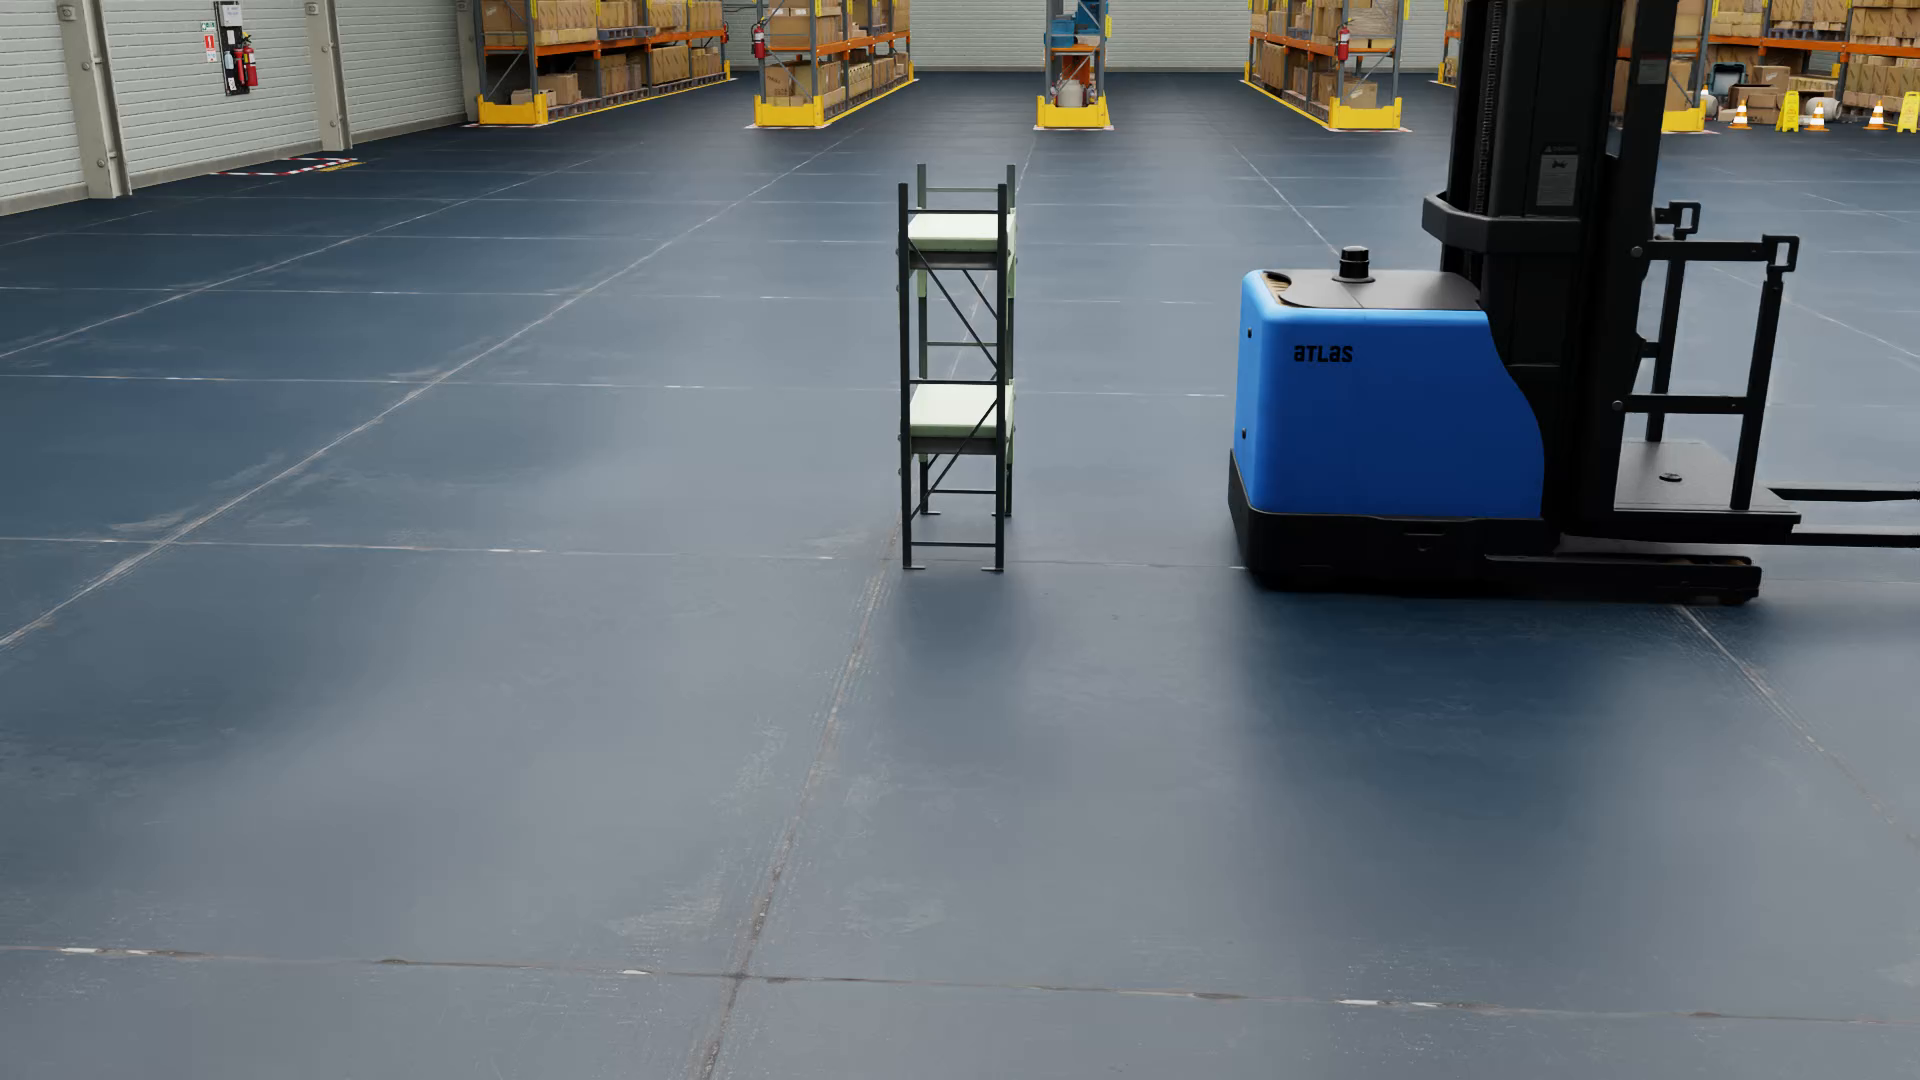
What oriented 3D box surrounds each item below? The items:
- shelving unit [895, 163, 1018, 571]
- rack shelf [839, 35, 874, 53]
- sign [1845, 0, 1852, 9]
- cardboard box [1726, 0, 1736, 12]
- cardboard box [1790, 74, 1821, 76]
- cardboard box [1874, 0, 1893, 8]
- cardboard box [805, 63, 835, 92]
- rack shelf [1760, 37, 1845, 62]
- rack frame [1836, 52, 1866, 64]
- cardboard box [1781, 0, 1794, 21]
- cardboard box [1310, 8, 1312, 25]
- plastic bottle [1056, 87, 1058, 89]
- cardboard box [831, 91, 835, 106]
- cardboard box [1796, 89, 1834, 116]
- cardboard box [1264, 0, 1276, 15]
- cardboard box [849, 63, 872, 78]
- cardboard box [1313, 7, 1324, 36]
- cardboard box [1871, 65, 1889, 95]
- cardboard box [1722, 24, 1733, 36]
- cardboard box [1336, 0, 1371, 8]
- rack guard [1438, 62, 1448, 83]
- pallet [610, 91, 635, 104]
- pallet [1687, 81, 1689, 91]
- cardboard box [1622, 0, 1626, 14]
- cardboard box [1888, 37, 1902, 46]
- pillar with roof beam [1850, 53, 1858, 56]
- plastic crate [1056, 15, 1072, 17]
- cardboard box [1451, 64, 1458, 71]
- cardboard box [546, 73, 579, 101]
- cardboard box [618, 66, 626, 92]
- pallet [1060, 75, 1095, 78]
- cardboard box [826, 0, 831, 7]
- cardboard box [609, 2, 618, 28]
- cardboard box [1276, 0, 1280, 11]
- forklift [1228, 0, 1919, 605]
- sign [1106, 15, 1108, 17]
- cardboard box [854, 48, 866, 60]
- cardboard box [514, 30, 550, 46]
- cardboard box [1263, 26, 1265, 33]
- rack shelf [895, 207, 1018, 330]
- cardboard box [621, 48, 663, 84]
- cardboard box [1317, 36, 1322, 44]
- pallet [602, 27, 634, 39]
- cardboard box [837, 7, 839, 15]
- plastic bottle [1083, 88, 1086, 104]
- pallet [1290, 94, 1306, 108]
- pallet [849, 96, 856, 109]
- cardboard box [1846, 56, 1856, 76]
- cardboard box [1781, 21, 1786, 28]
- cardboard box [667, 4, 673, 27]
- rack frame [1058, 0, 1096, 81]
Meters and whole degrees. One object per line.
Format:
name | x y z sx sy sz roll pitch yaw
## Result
shelving unit | 0.000 -0.711 6.683 0.431 1.500 0.755 1 18 4
rack shelf | -2.546 -10.205 34.405 1.077 0.370 4.000 1 18 4
sign | 16.522 -10.044 30.898 0.100 0.325 0.005 1 18 4
cardboard box | 17.253 -11.884 36.608 0.500 0.500 0.500 1 18 3
cardboard box | 17.312 -9.500 34.644 0.950 0.372 0.625 0 18 0
cardboard box | 16.707 -9.701 29.467 0.700 0.500 0.500 1 18 3
cardboard box | -2.605 -8.560 30.767 0.500 0.500 0.500 1 18 4
rack shelf | 17.219 -9.762 33.052 1.077 0.370 4.000 1 18 4
rack frame | 22.887 -13.100 42.083 1.000 3.000 0.127 1 18 4
cardboard box | 17.069 -10.816 33.803 0.500 0.500 0.500 2 18 7
cardboard box | 7.388 -10.432 32.304 1.000 1.000 1.000 1 18 4
plastic bottle | 1.795 -8.539 31.832 0.152 0.276 0.135 2 18 6
cardboard box | -2.606 -8.204 30.884 0.500 0.250 0.500 1 18 4
cardboard box | 15.642 -7.993 30.510 0.500 0.500 0.500 17 25 41
cardboard box | 7.531 -12.763 39.616 0.500 0.500 0.500 2 18 5
cardboard box | -2.194 -10.159 35.951 0.500 0.311 0.500 2 18 5
cardboard box | 7.027 -9.599 30.763 0.875 0.500 0.500 1 18 4
cardboard box | 16.699 -8.227 29.750 0.500 0.500 0.500 2 18 7
cardboard box | 17.221 -11.290 36.803 0.500 0.250 0.500 1 18 3
cardboard box | 6.698 -9.301 28.248 0.500 0.500 0.500 1 18 4
rack guard | 12.986 -12.077 42.977 1.175 0.500 0.348 1 18 4
pallet | -7.491 -9.332 35.063 1.003 0.211 1.213 1 18 4
pallet | 17.782 -10.876 39.776 1.003 0.211 1.213 1 18 4
cardboard box | 11.941 -9.529 29.212 0.875 0.550 0.500 1 18 4
cardboard box | 16.642 -8.796 29.354 0.380 0.149 0.250 1 18 4
pillar with roof beam | 19.686 -16.864 43.937 9.100 9.000 0.400 1 18 4
plastic crate | 2.117 -10.592 34.327 0.402 0.464 0.583 1 18 4
cardboard box | 12.566 -11.878 41.783 0.380 0.149 0.250 2 18 6
cardboard box | -7.665 -8.733 32.066 0.500 0.500 0.500 0 18 0
cardboard box | -7.503 -9.762 35.204 0.700 0.500 0.500 1 18 4
pallet | 2.924 -11.583 41.933 1.003 0.211 1.213 1 18 4
cardboard box | -2.786 -10.139 30.805 0.700 0.500 0.500 1 18 4
cardboard box | -7.496 -10.828 34.283 0.700 0.500 0.500 4 19 11
cardboard box | 7.728 -12.514 38.524 0.797 0.503 0.637 1 18 2
forklift | 2.638 -1.324 6.257 3.031 2.935 1.130 1 18 4
sign | 2.799 -9.930 31.966 0.100 0.325 0.005 1 18 4
cardboard box | -2.465 -11.333 38.794 0.500 0.250 0.500 1 18 4
cardboard box | -7.565 -8.876 29.401 0.500 0.250 0.500 1 18 2
cardboard box | 7.478 -12.251 39.897 0.380 0.149 0.250 2 18 5
rack shelf | 0.000 -1.081 6.562 0.431 0.370 0.720 1 18 4
cardboard box | -7.160 -10.681 37.480 0.750 0.750 0.750 1 18 3
cardboard box | 6.788 -9.214 30.628 0.380 0.149 0.250 1 18 4
pallet | -7.445 -10.571 34.674 1.003 0.211 1.213 1 18 4
cardboard box | -2.515 -10.116 31.774 0.380 0.149 0.250 1 18 3
plastic bottle | 2.334 -8.318 31.146 0.061 0.283 0.133 1 18 4
pallet | 7.331 -9.000 34.051 1.003 0.211 1.213 1 18 4
pallet | -2.675 -8.830 33.533 1.003 0.211 1.213 1 18 4
cardboard box | 22.749 -11.925 41.834 0.797 0.503 0.637 1 18 2
cardboard box | 17.035 -10.537 33.992 0.380 0.149 0.250 0 18 0
cardboard box | -6.940 -12.099 38.361 0.500 0.500 0.500 2 18 5
rack frame | 2.825 -12.299 39.639 1.000 3.000 0.127 1 18 4
